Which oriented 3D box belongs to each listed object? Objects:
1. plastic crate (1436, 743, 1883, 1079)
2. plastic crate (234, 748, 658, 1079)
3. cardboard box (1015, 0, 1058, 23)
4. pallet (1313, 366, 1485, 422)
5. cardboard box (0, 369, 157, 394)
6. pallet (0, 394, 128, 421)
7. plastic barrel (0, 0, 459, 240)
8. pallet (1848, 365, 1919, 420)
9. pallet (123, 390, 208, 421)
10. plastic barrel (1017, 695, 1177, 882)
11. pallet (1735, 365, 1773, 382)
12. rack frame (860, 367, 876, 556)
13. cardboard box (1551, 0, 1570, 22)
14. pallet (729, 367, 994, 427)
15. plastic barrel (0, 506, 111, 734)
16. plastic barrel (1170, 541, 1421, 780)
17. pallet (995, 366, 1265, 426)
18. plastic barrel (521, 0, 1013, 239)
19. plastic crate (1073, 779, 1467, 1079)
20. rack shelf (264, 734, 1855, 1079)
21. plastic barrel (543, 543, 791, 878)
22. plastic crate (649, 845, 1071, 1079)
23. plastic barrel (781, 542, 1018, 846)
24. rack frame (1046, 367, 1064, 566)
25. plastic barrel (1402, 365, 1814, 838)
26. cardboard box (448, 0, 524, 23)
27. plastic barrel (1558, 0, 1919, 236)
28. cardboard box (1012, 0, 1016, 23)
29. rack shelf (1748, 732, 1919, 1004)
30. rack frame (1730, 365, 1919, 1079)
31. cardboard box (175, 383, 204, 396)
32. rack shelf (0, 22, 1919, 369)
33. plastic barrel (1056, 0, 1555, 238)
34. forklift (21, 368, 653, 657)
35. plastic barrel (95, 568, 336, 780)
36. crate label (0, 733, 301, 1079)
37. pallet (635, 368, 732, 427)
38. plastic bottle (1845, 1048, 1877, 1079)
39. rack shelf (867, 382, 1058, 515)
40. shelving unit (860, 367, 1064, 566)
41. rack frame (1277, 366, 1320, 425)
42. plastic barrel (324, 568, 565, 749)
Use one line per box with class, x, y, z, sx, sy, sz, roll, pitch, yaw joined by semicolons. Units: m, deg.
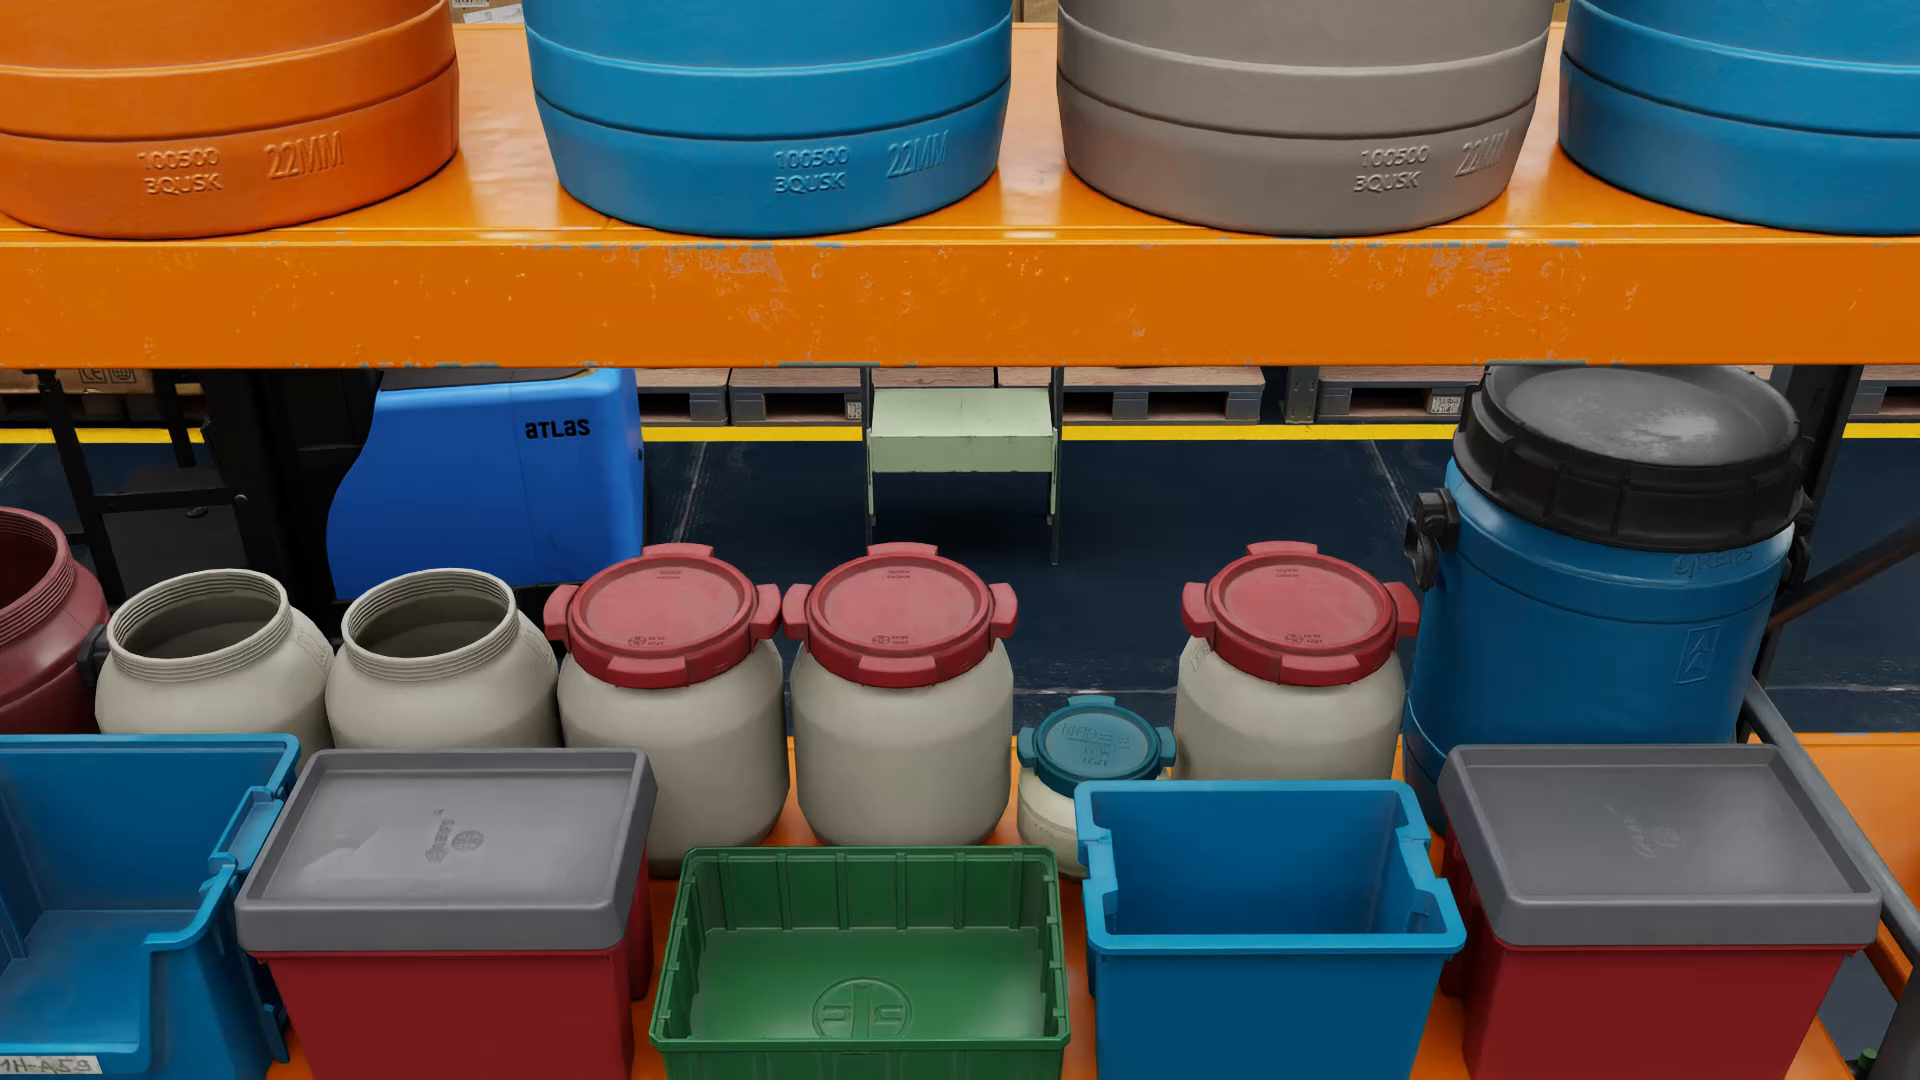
plastic crate;1.099;0.635;2.750;0.583;0.464;0.402;0;31;0
plastic crate;-0.801;0.641;2.740;0.583;0.464;0.402;0;31;0
cardboard box;0.756;-2.573;7.116;1.000;1.000;1.000;0;31;0
pallet;2.223;-0.895;8.022;1.213;0.211;1.003;0;31;0
cardboard box;-4.030;-1.335;7.703;0.875;0.875;1.225;0;31;0
pallet;-4.454;-0.896;8.024;1.213;0.211;1.003;0;31;0
plastic barrel;-0.942;-0.843;1.942;0.708;0.830;0.600;0;31;0
pallet;4.663;-0.903;8.034;1.213;0.211;1.003;0;31;0
pallet;-3.237;-0.899;8.028;1.213;0.211;1.003;0;31;0
plastic barrel;0.257;0.486;3.191;0.301;0.262;0.301;0;31;0
pallet;3.446;-0.900;8.031;1.213;0.211;1.003;0;31;0
rack frame;-0.359;-0.640;6.359;0.023;1.500;0.400;0;31;0
cardboard box;2.502;-2.189;7.084;0.500;0.500;0.875;0;31;0
pallet;-0.450;-0.866;7.974;1.213;0.211;1.003;0;31;0
plastic barrel;-1.956;0.298;3.236;0.708;0.536;0.600;0;31;0
plastic barrel;0.624;0.333;3.178;0.433;0.535;0.433;0;31;0
pallet;0.773;-0.872;7.983;1.213;0.211;1.003;0;31;0
plastic barrel;-0.234;-0.876;1.927;0.708;0.901;0.600;0;31;0
plastic crate;0.480;0.674;2.763;0.575;0.384;0.392;0;31;0
rack shelf;-0.418;0.816;3.207;4.000;0.370;1.077;0;31;0
plastic barrel;-0.543;0.337;3.172;0.433;0.535;0.433;0;31;0
plastic crate;-0.158;0.745;2.835;0.662;0.188;0.450;0;31;0
plastic barrel;-0.110;0.336;3.174;0.433;0.535;0.433;0;31;0
rack frame;0.373;-0.642;6.363;0.023;1.500;0.400;0;31;0
plastic barrel;1.193;0.132;3.157;0.708;0.901;0.600;0;31;0
cardboard box;-1.908;-2.299;7.146;0.500;0.500;0.500;-4;31;-6
plastic barrel;1.074;-0.880;1.934;0.708;0.901;0.600;0;31;0
cardboard box;0.038;-3.808;11.899;0.750;0.750;1.050;0;31;0
rack shelf;3.582;0.804;3.227;4.000;0.370;1.077;0;31;0
rack frame;1.582;0.501;3.033;0.053;2.616;0.949;0;31;0
cardboard box;-3.138;-1.334;7.701;0.875;0.875;1.225;-2;31;-3
rack shelf;-0.418;-0.466;2.429;4.000;0.370;1.077;0;31;0
plastic barrel;0.420;-0.878;1.931;0.600;0.901;0.600;0;31;0
forklift;-2.699;-1.003;5.578;3.031;2.935;1.130;-5;32;-7
plastic barrel;-1.391;0.353;3.169;0.421;0.512;0.421;0;31;0
crate label;-1.423;0.637;2.775;0.616;0.435;0.502;0;31;0
pallet;-1.667;-0.864;7.970;1.213;0.211;1.003;0;31;0
plastic bottle;2.061;1.303;3.905;0.133;0.283;0.061;1;31;2
rack shelf;0.007;-0.363;6.530;0.720;0.370;0.431;0;31;0
shelving unit;0.007;-0.641;6.361;0.755;1.500;0.431;0;31;0
rack frame;1.552;-2.067;7.265;0.127;3.000;1.000;0;31;0
plastic barrel;-0.970;0.352;3.171;0.421;0.512;0.421;0;31;0
